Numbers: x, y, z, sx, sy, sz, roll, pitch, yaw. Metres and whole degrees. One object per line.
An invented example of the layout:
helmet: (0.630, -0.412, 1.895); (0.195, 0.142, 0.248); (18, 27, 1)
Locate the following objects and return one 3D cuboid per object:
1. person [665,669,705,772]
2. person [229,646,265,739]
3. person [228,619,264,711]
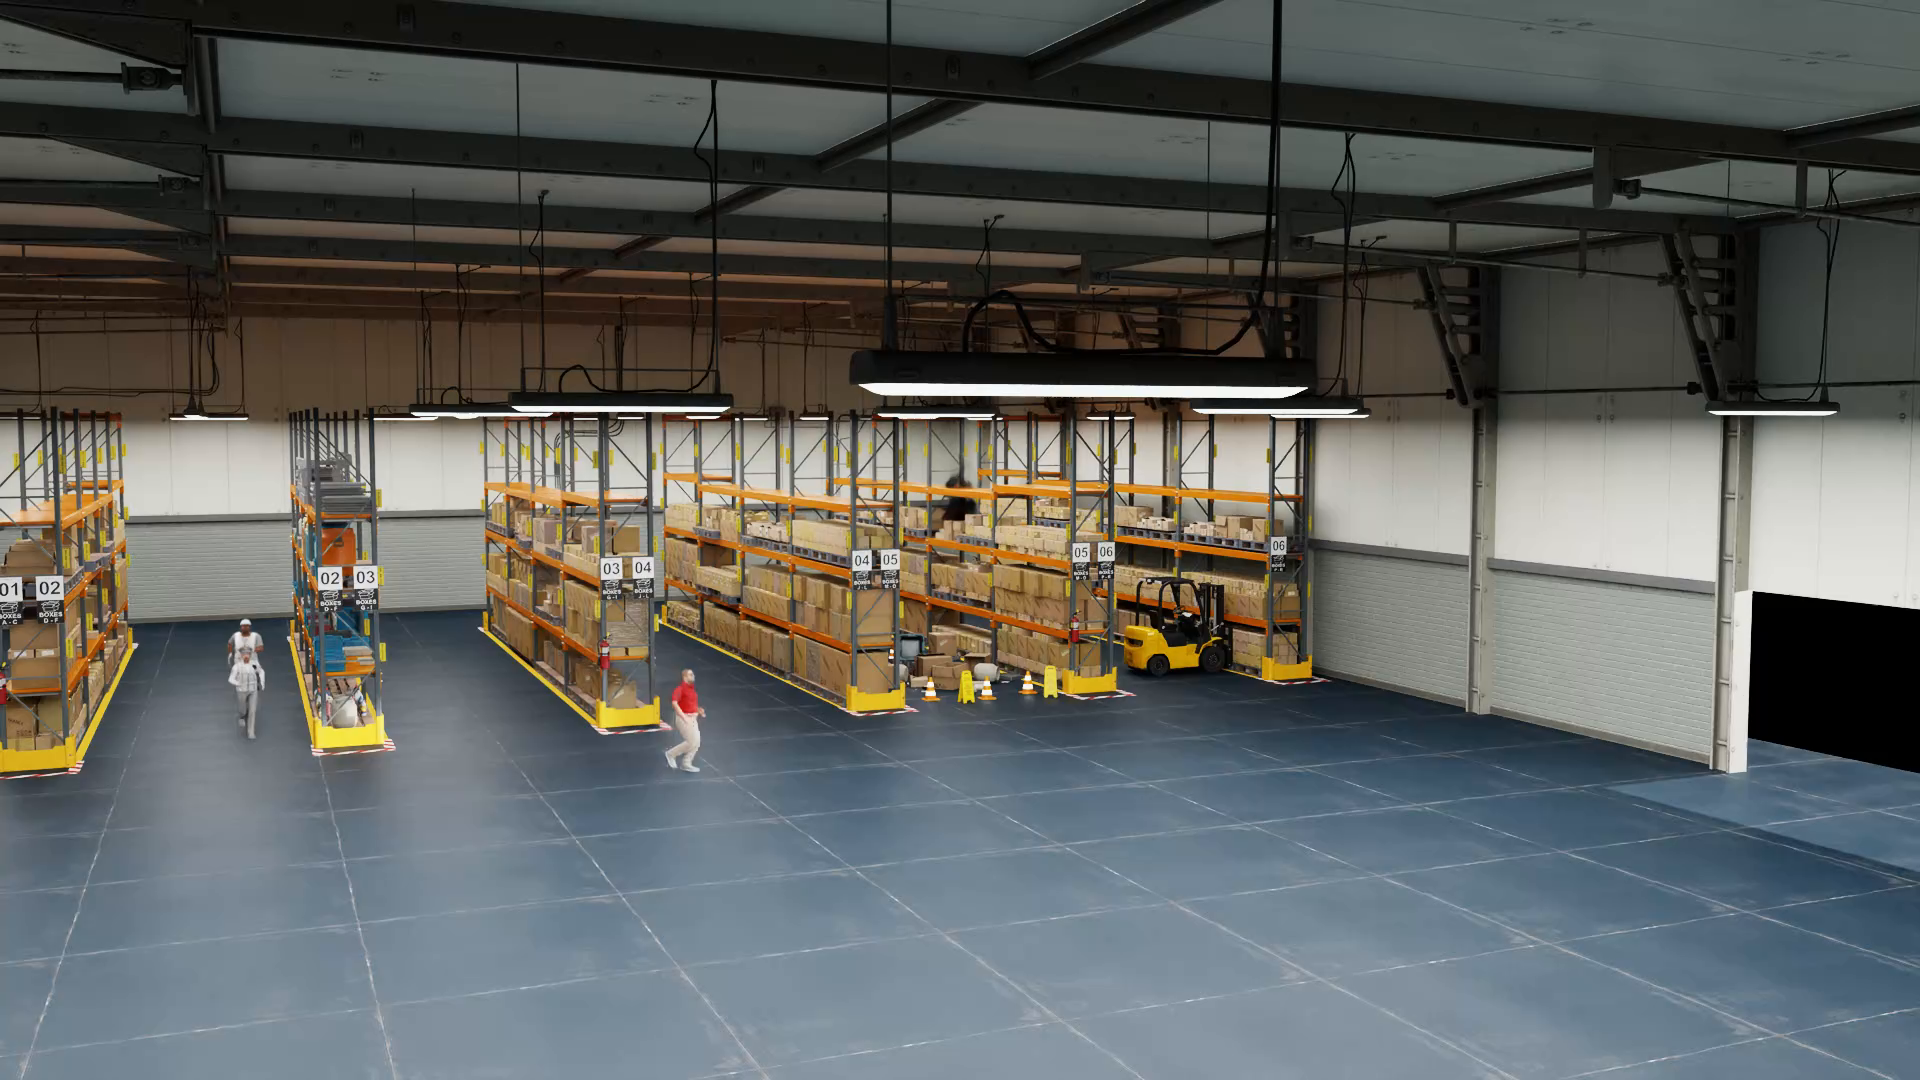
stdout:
person: (-4.531, 2.967, 27.382); (0.598, 1.701, 0.681); (1, 4, 8)
person: (-12.963, 2.762, 30.302); (0.630, 1.656, 0.890); (-2, 5, -29)
person: (-14.303, 2.499, 33.307); (0.664, 1.840, 0.775); (-2, 4, -24)
